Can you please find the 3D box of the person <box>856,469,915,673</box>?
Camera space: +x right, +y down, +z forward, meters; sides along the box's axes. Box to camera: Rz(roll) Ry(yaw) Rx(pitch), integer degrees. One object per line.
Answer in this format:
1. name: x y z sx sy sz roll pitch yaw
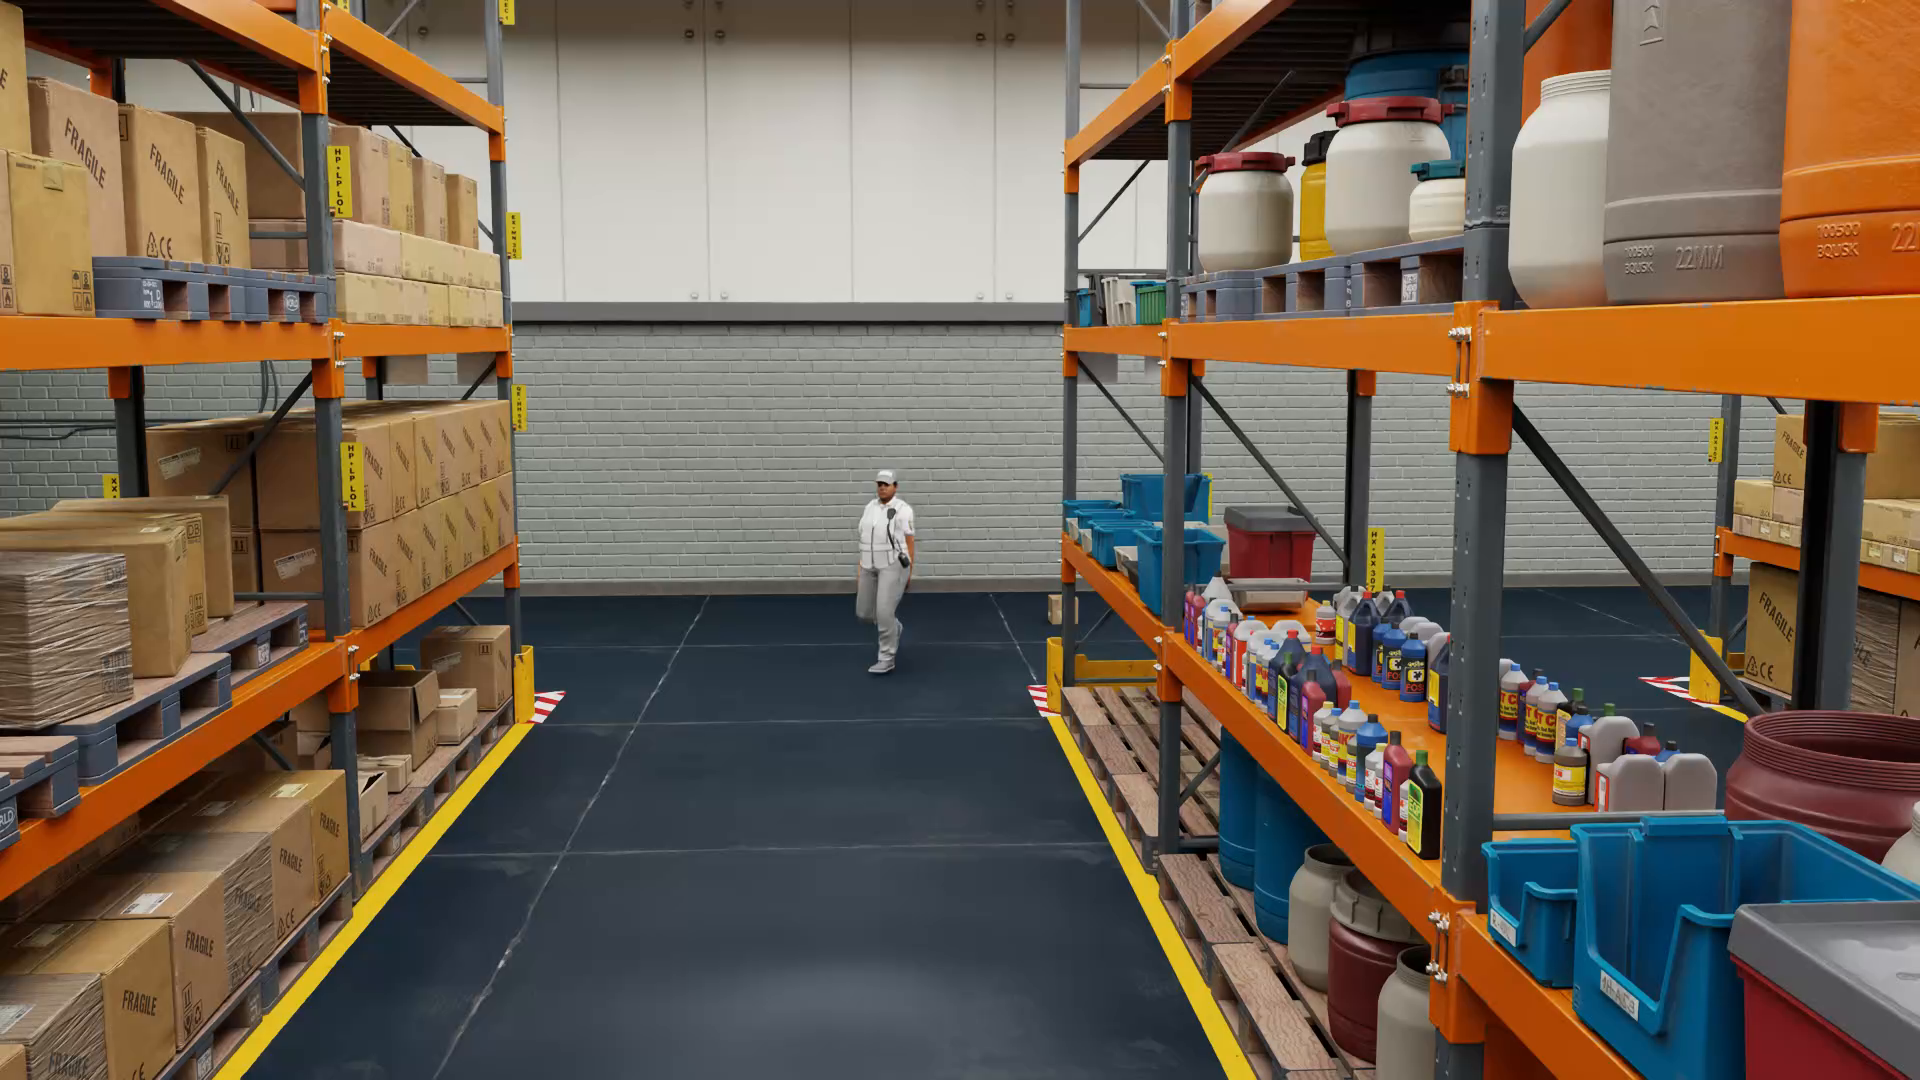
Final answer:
1. person: -0.597 0.234 13.717 0.479 1.639 0.699 4 8 33
